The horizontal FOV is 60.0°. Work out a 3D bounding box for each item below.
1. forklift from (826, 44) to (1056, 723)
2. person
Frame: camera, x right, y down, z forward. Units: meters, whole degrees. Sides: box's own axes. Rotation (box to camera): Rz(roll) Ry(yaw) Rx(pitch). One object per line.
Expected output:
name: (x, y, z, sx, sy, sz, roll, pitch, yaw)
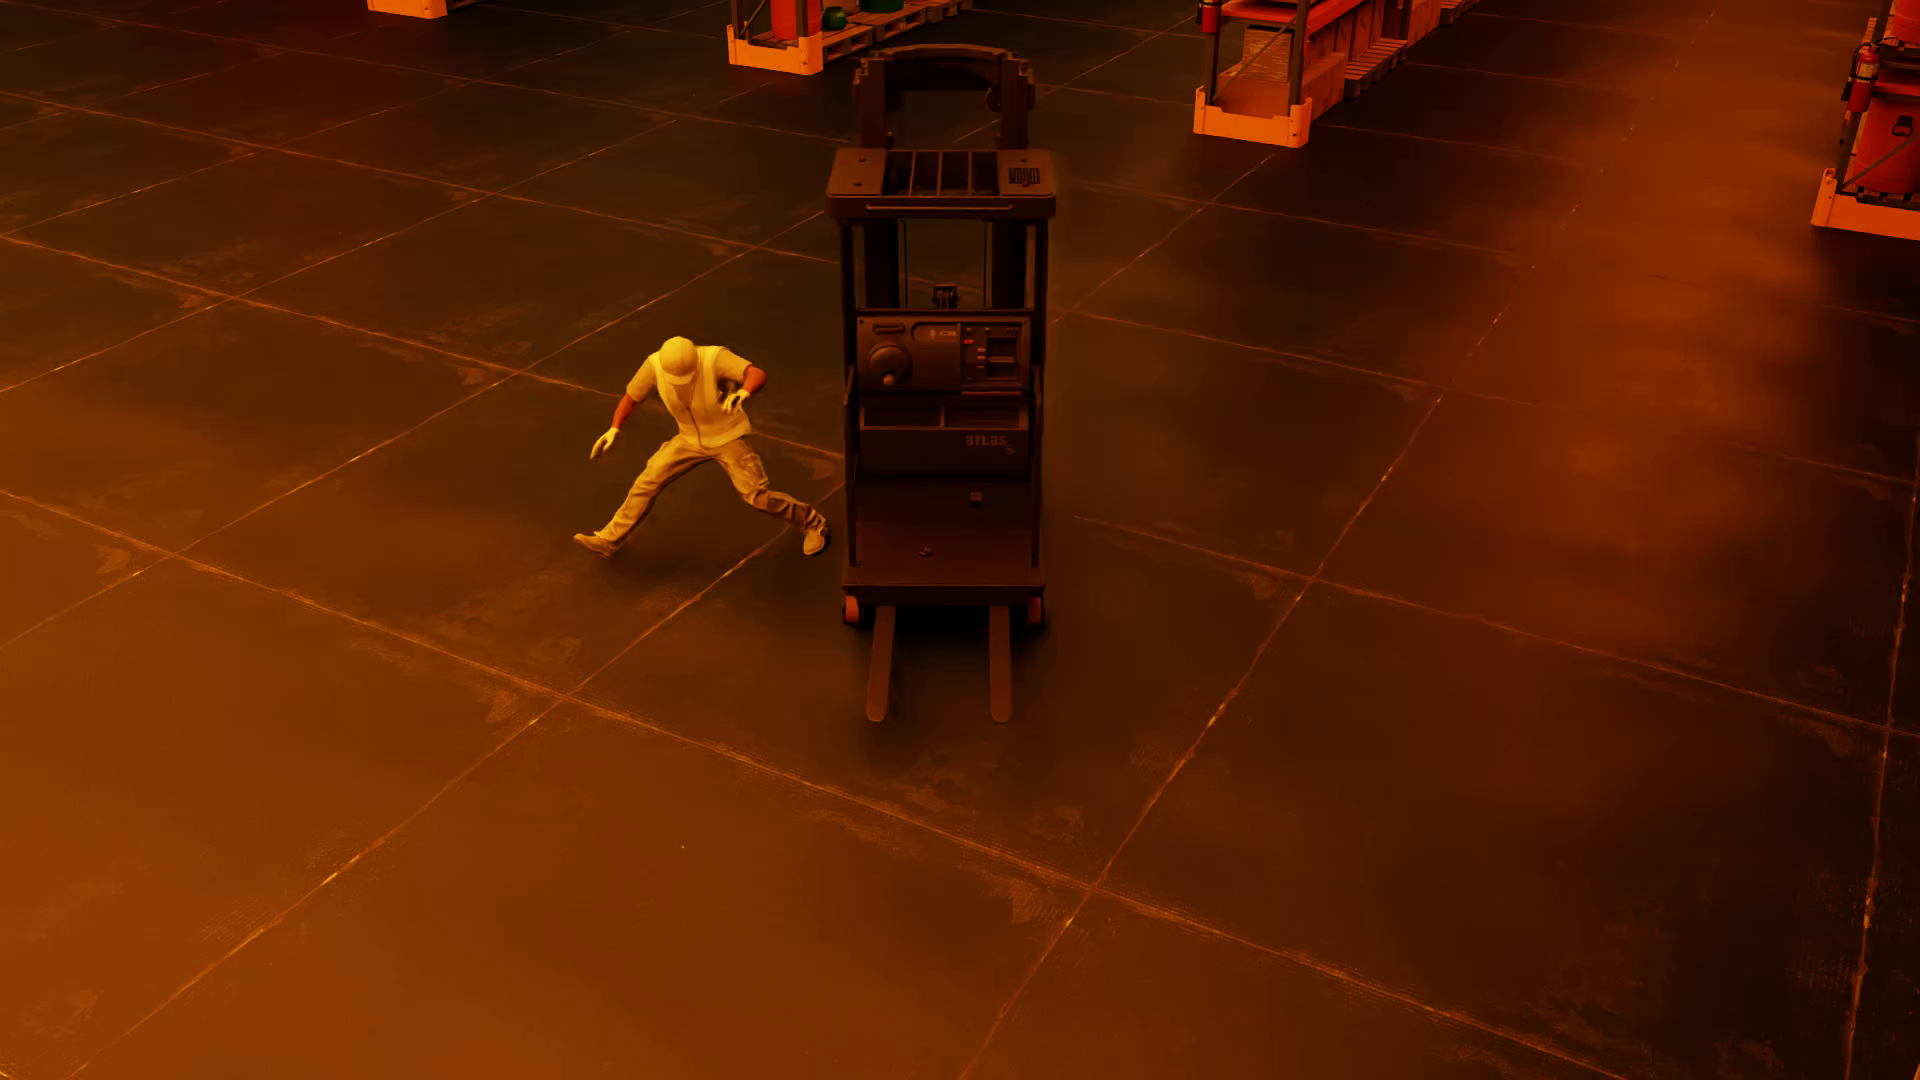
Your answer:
forklift: (-0.086, -0.955, 8.725, 1.130, 2.935, 3.031, 0, 30, 0)
person: (-1.500, -0.530, 9.527, 1.253, 1.420, 0.974, 12, 32, 20)
